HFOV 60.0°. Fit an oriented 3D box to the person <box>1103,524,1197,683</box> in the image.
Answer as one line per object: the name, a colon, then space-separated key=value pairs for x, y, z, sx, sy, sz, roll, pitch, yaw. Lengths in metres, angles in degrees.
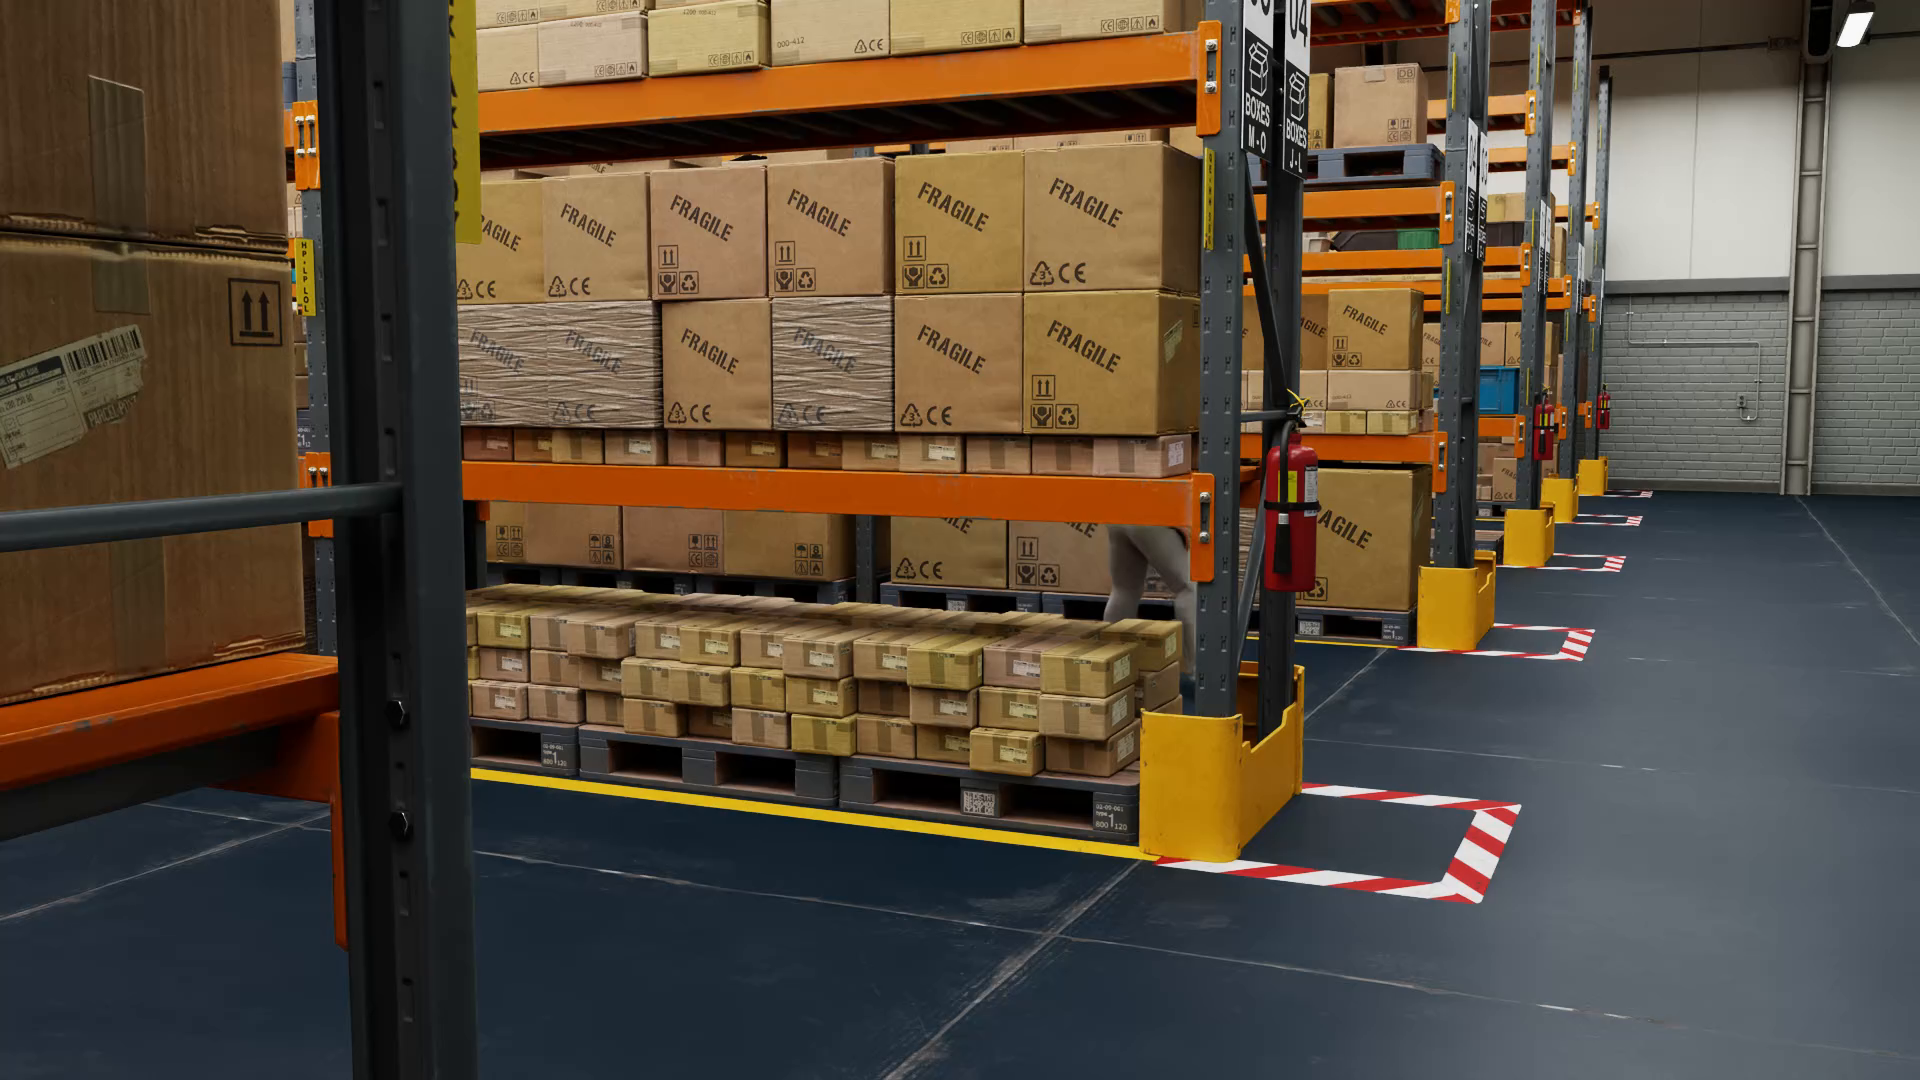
person: x=1.095 y=-0.077 z=8.793 sx=0.530 sy=1.760 sz=0.743 roll=-4 pitch=7 yaw=-35
